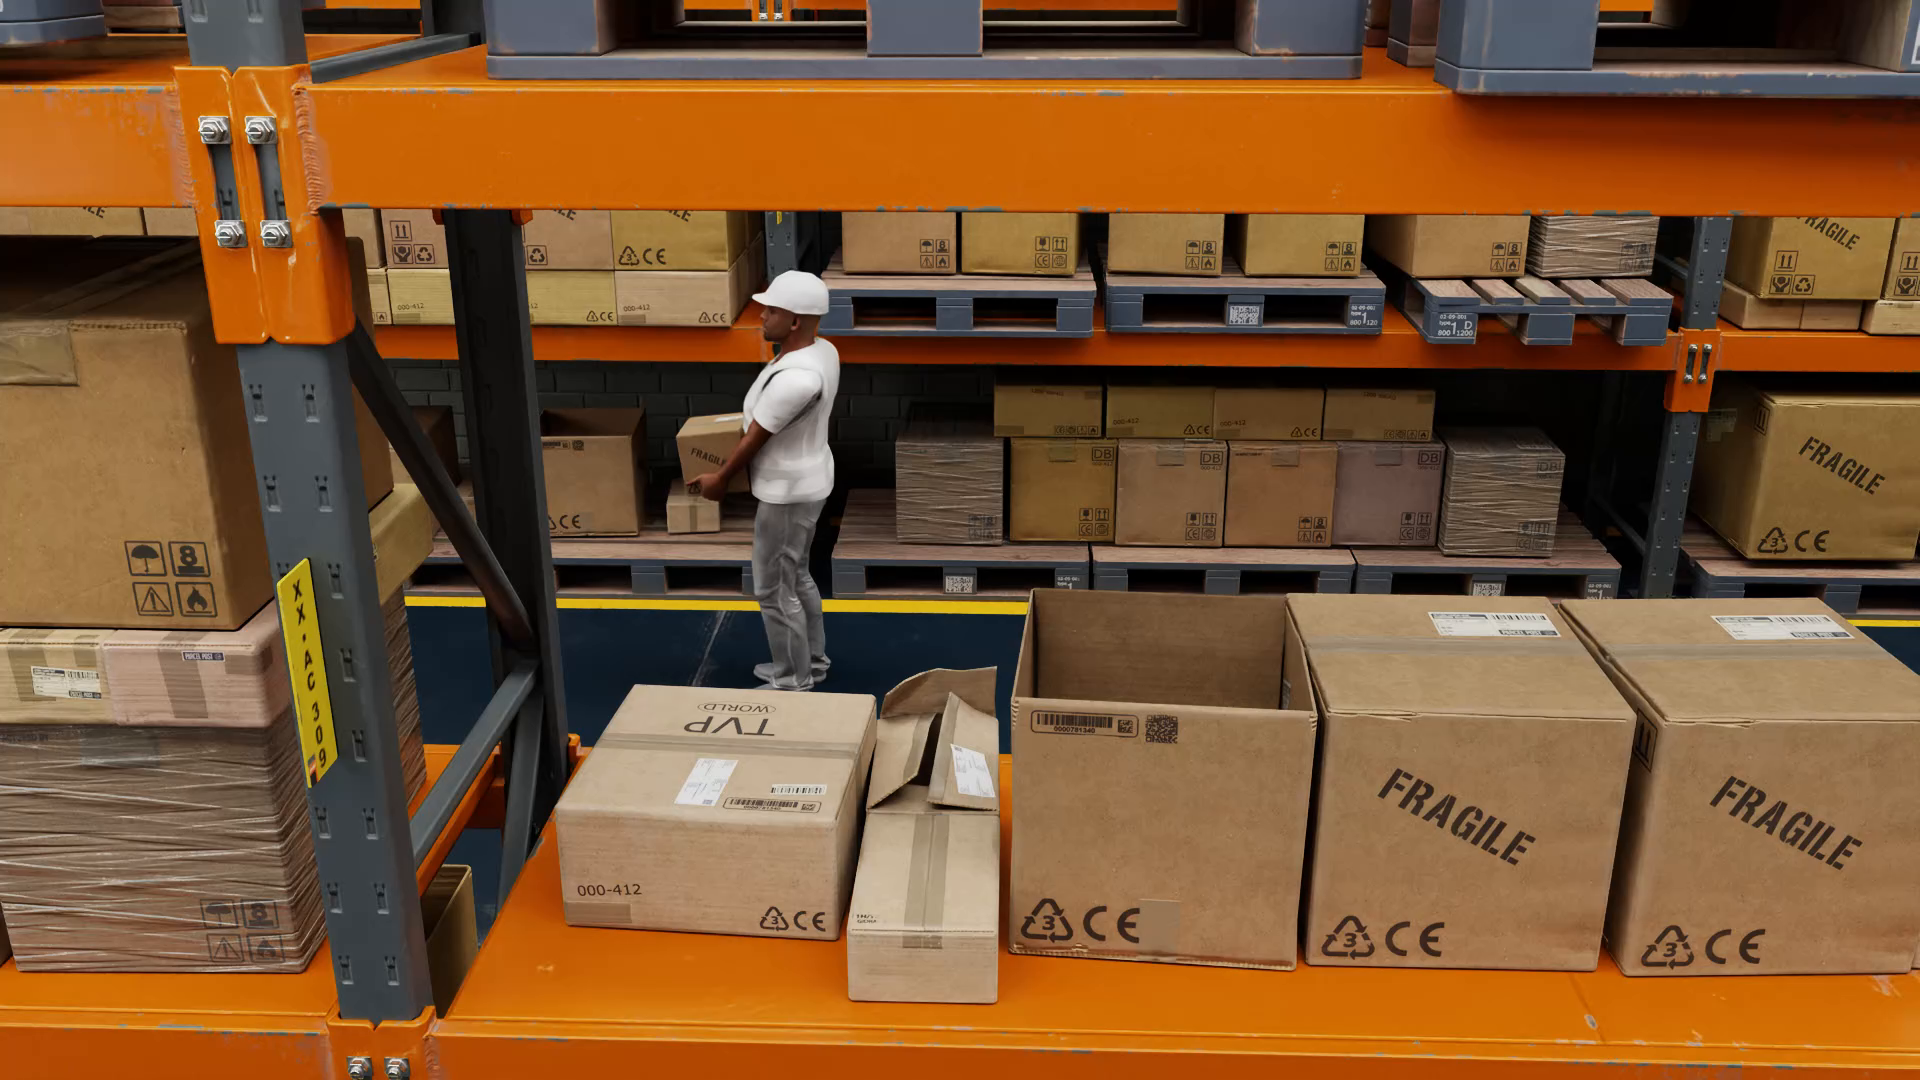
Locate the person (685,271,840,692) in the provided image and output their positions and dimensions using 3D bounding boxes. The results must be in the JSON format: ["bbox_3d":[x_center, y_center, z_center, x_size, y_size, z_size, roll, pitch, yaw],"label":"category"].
[{"bbox_3d":[-0.767,-0.189,6.554,0.585,1.760,0.504,1,21,3],"label":"person"}]
